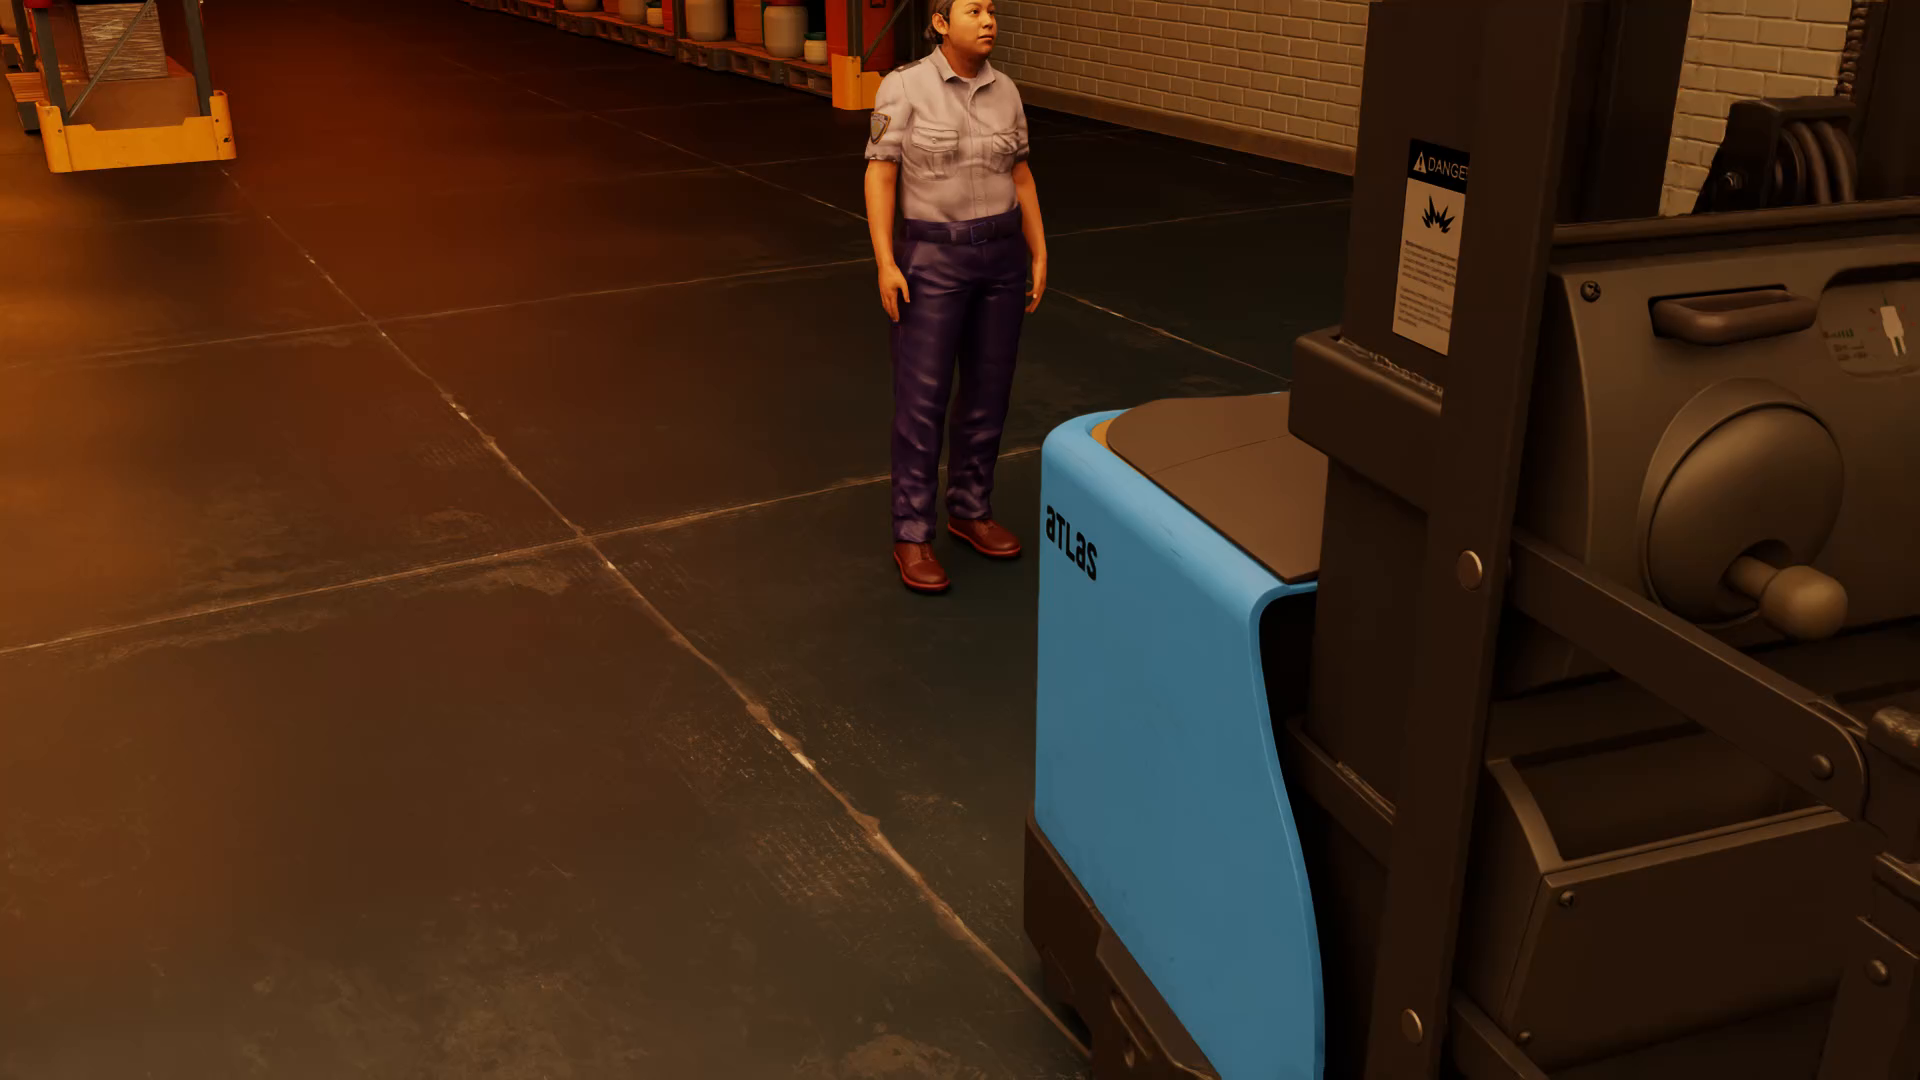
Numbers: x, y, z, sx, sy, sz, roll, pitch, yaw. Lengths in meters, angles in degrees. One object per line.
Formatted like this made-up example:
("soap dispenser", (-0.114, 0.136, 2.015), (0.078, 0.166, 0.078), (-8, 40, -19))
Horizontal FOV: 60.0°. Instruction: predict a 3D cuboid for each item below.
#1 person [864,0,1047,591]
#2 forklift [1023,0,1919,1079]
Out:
("person", (0.025, -0.732, 4.739), (0.599, 1.642, 0.503), (-12, 25, -28))
("forklift", (1.088, -0.106, 1.533), (1.130, 2.935, 3.031), (-8, 23, -18))
